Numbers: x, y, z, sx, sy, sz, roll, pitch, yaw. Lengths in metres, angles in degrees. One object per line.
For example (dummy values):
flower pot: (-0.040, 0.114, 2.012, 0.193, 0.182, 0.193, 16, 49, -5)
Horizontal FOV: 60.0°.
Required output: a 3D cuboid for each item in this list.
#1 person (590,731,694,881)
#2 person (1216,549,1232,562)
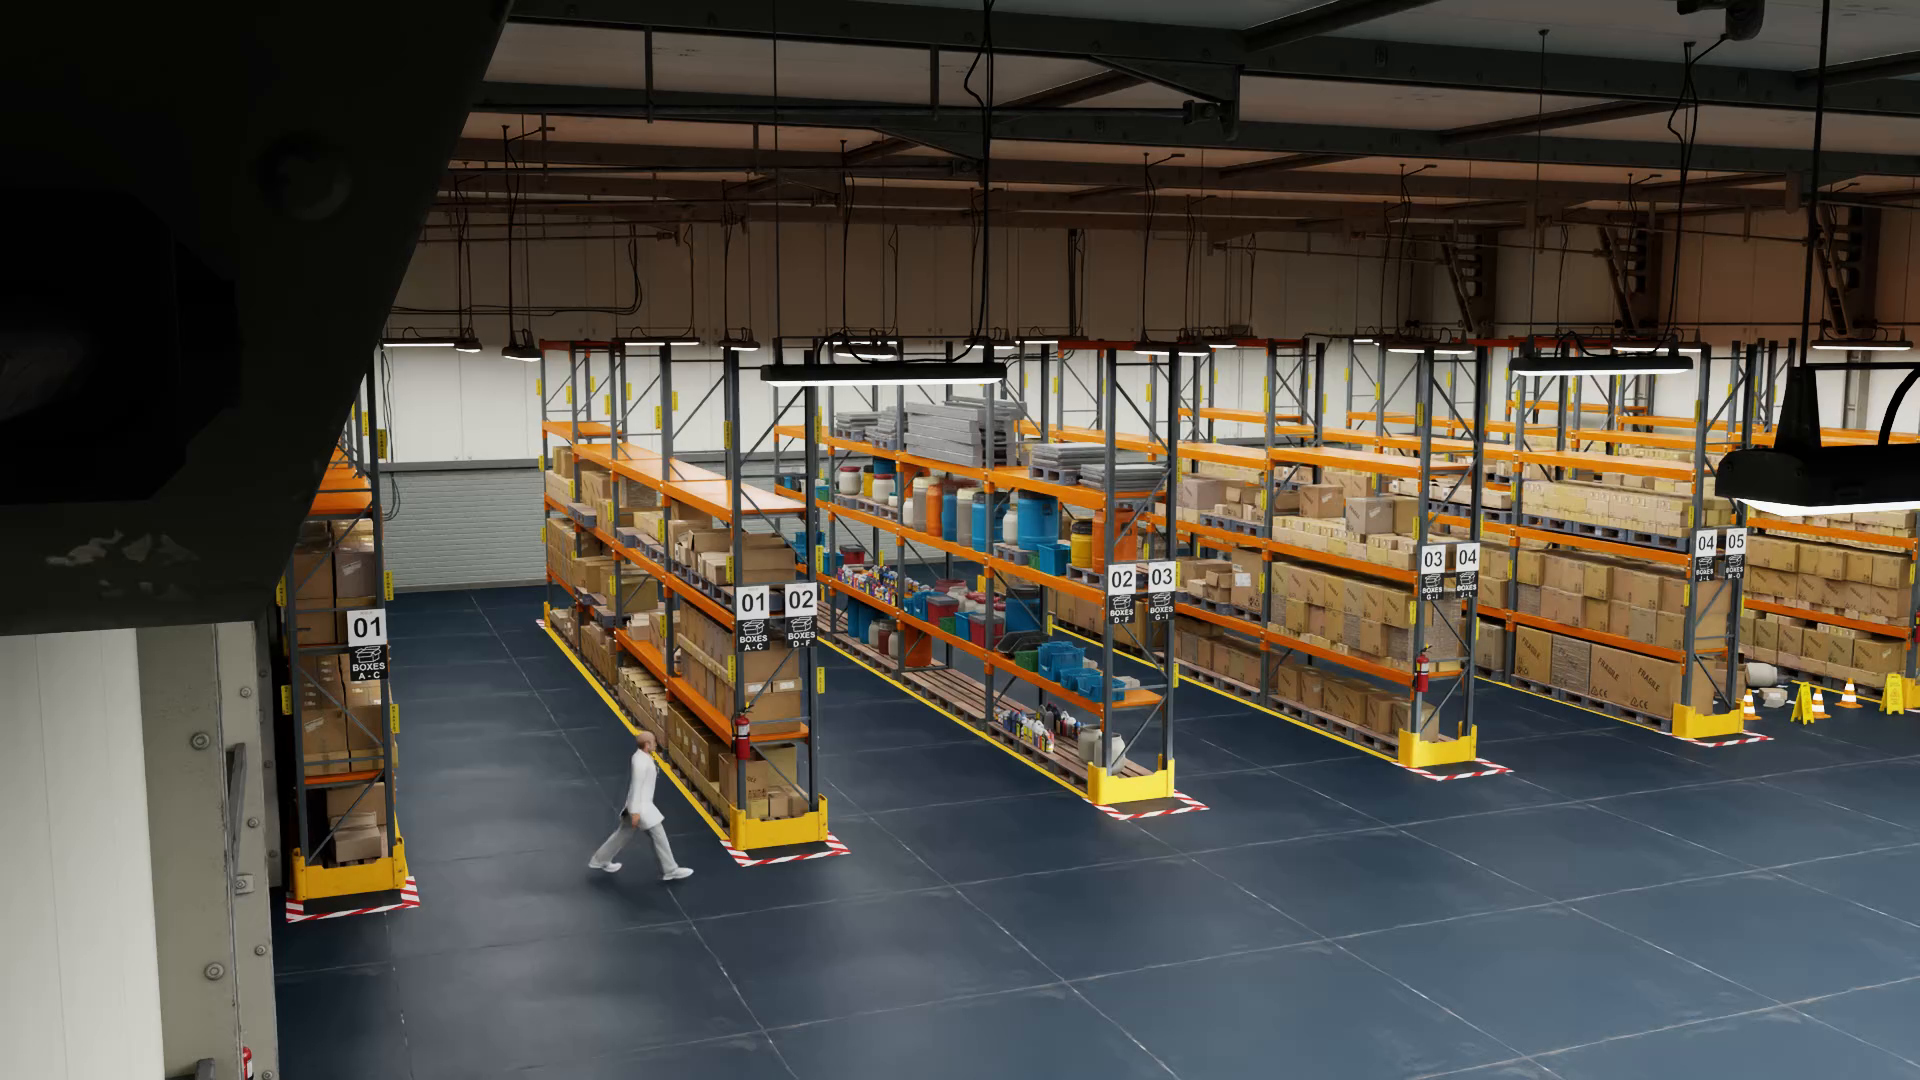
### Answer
person: (-3.641, 3.023, 18.971, 1.200, 1.719, 0.612, -1, 7, -4)
person: (6.714, -0.077, 42.621, 1.029, 1.745, 0.552, -6, 10, -39)
